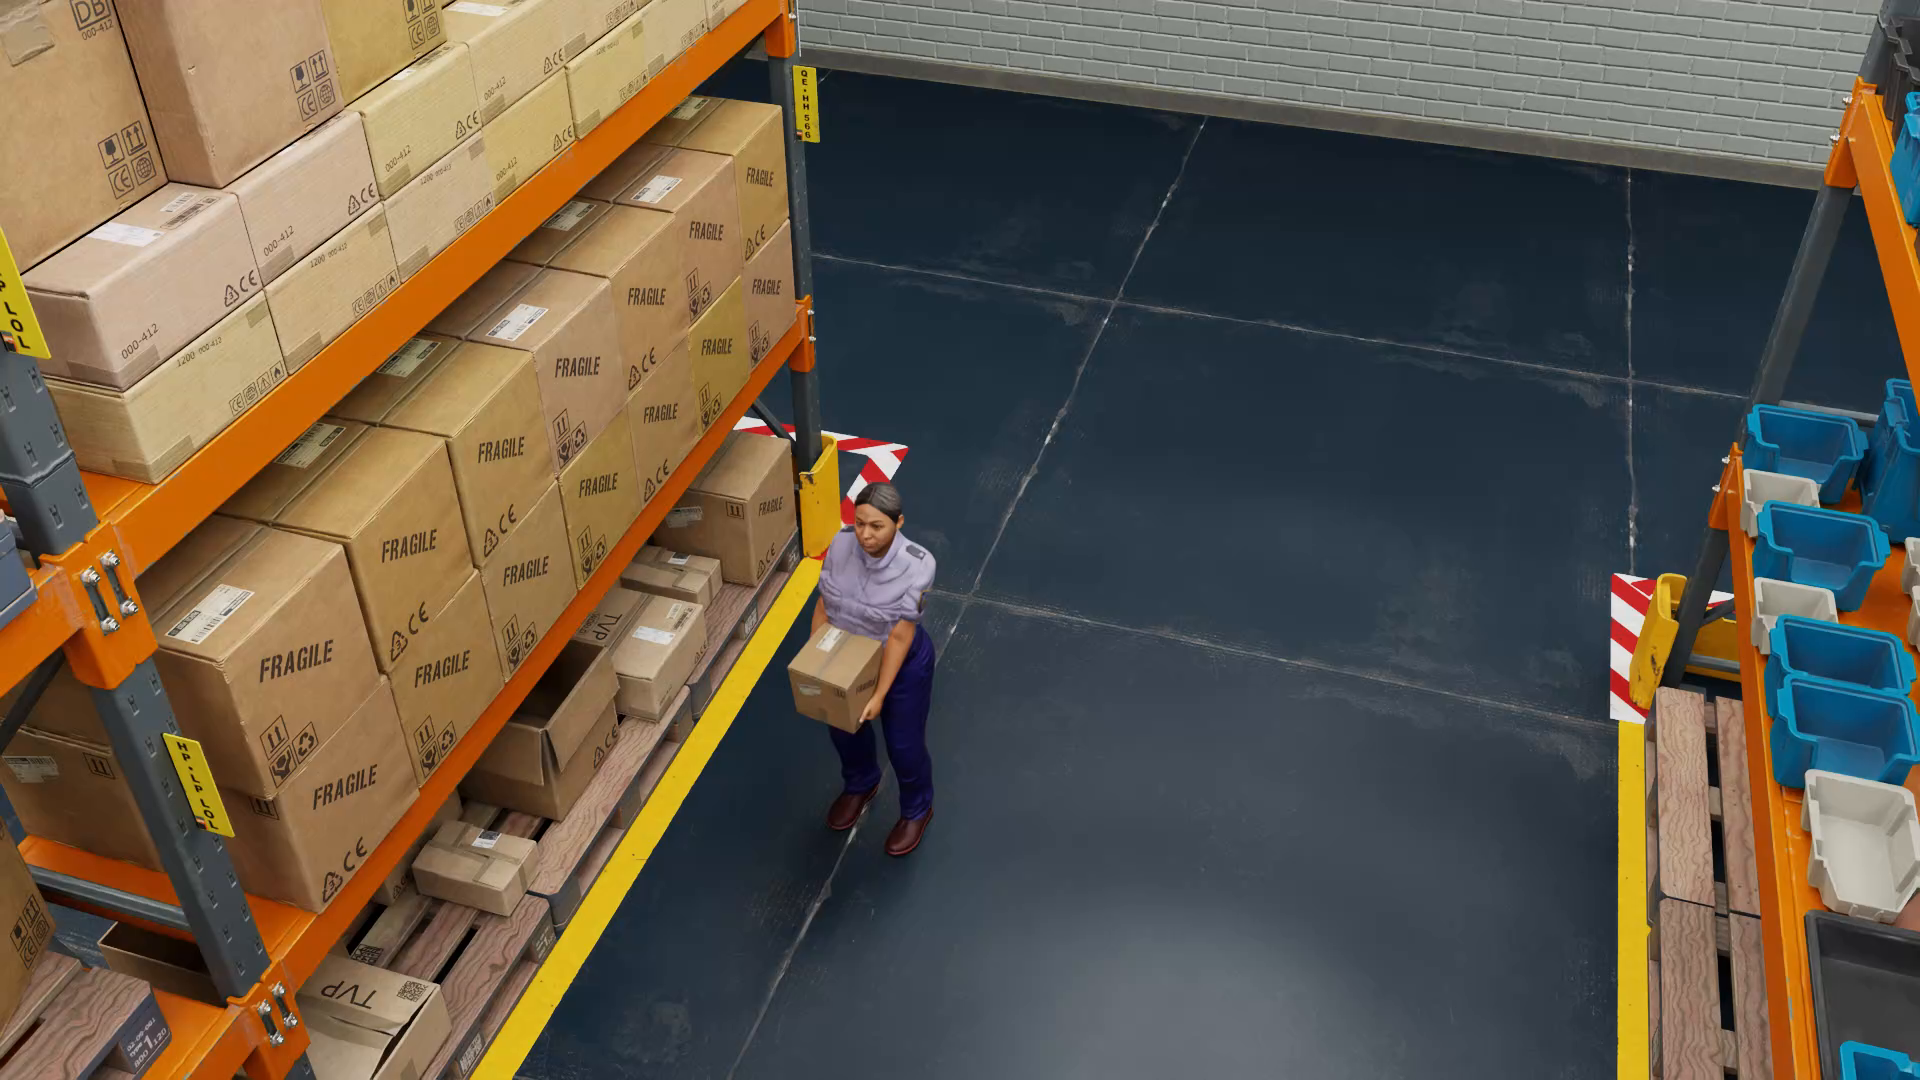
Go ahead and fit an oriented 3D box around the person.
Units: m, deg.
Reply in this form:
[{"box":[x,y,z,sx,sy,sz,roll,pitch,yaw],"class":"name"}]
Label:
[{"box":[-0.340,0.518,6.230,0.435,1.647,0.529,19,41,23],"class":"person"}]
